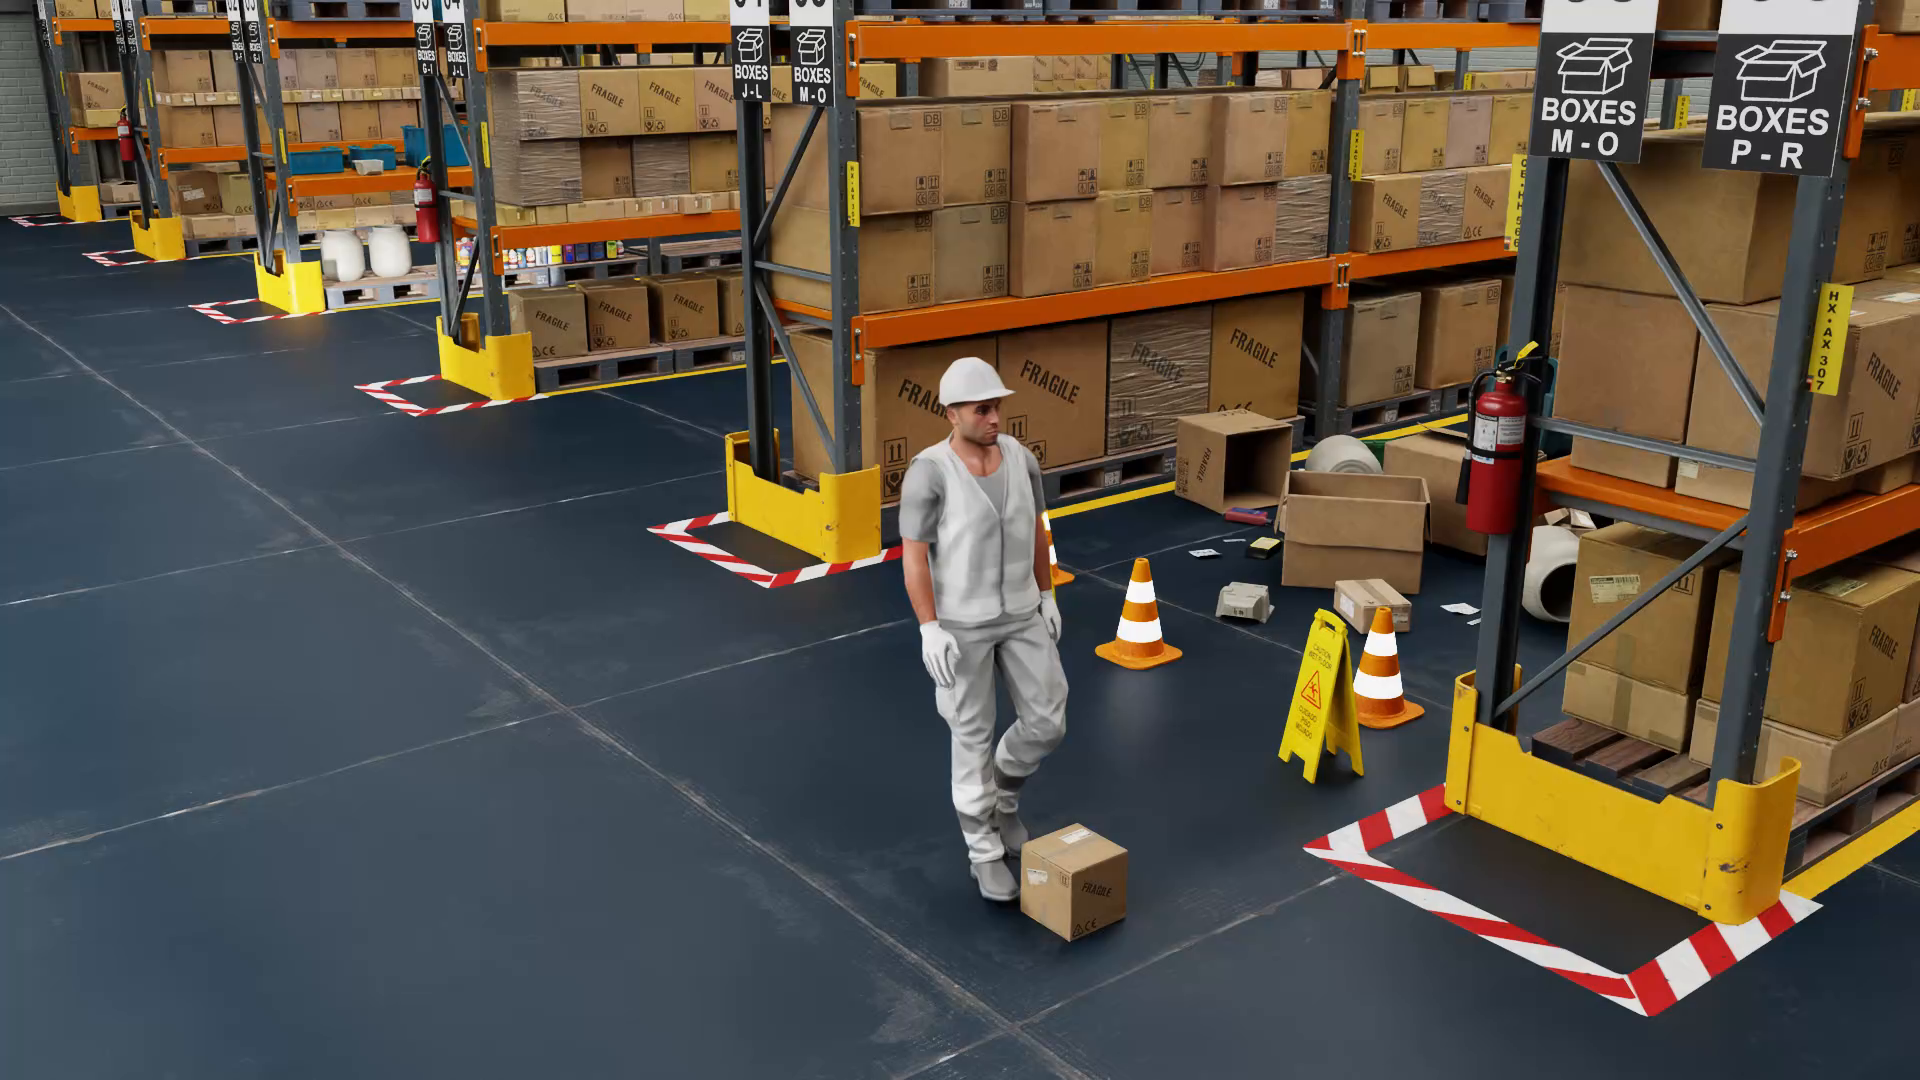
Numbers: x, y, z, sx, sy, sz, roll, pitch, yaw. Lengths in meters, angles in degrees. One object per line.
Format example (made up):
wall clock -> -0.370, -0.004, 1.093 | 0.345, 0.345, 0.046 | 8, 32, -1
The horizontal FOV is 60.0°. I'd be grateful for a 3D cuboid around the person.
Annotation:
person -> 0.123, 0.296, 5.541 | 0.604, 1.795, 0.540 | -9, 20, -28
